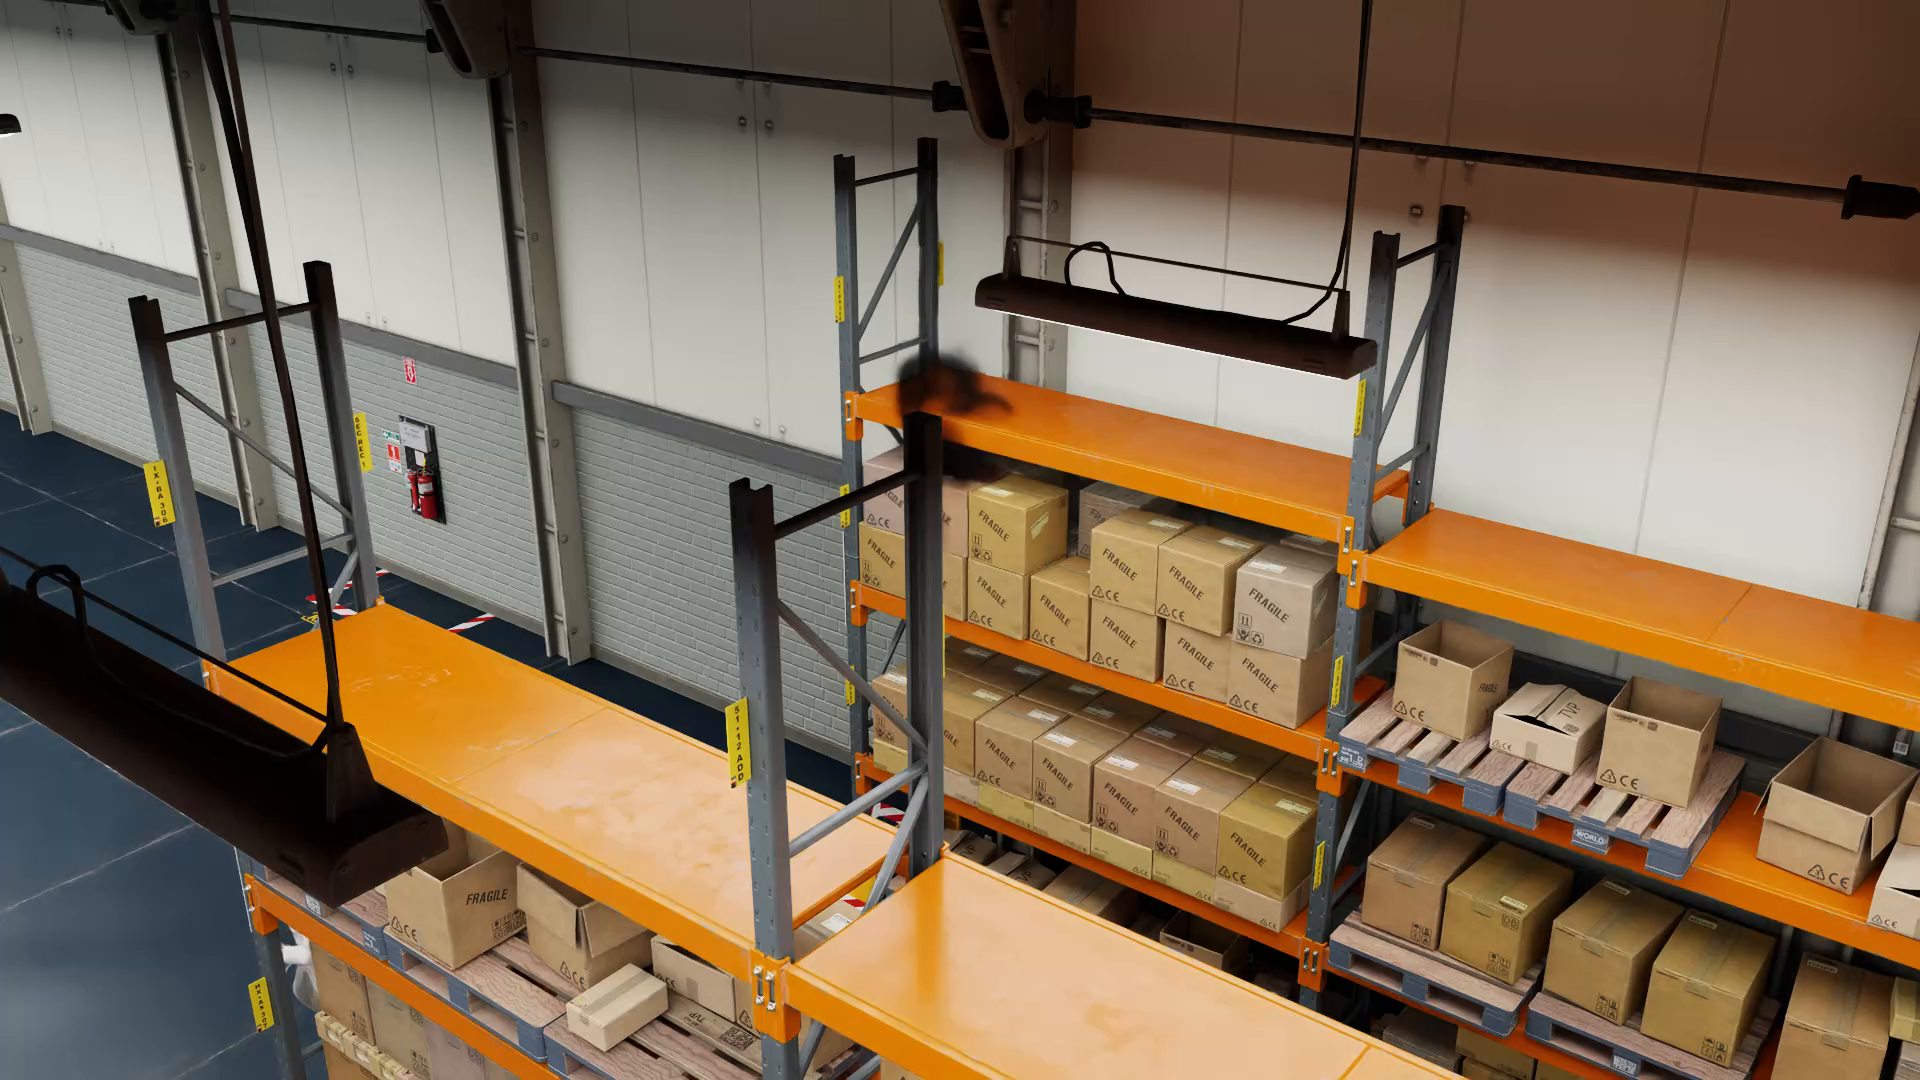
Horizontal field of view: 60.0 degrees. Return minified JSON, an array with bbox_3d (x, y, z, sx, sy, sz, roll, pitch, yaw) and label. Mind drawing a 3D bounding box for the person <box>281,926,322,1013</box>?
[{"bbox_3d":[-4.202,2.810,11.007,0.659,1.806,0.708,-8,24,-19],"label":"person"}]
